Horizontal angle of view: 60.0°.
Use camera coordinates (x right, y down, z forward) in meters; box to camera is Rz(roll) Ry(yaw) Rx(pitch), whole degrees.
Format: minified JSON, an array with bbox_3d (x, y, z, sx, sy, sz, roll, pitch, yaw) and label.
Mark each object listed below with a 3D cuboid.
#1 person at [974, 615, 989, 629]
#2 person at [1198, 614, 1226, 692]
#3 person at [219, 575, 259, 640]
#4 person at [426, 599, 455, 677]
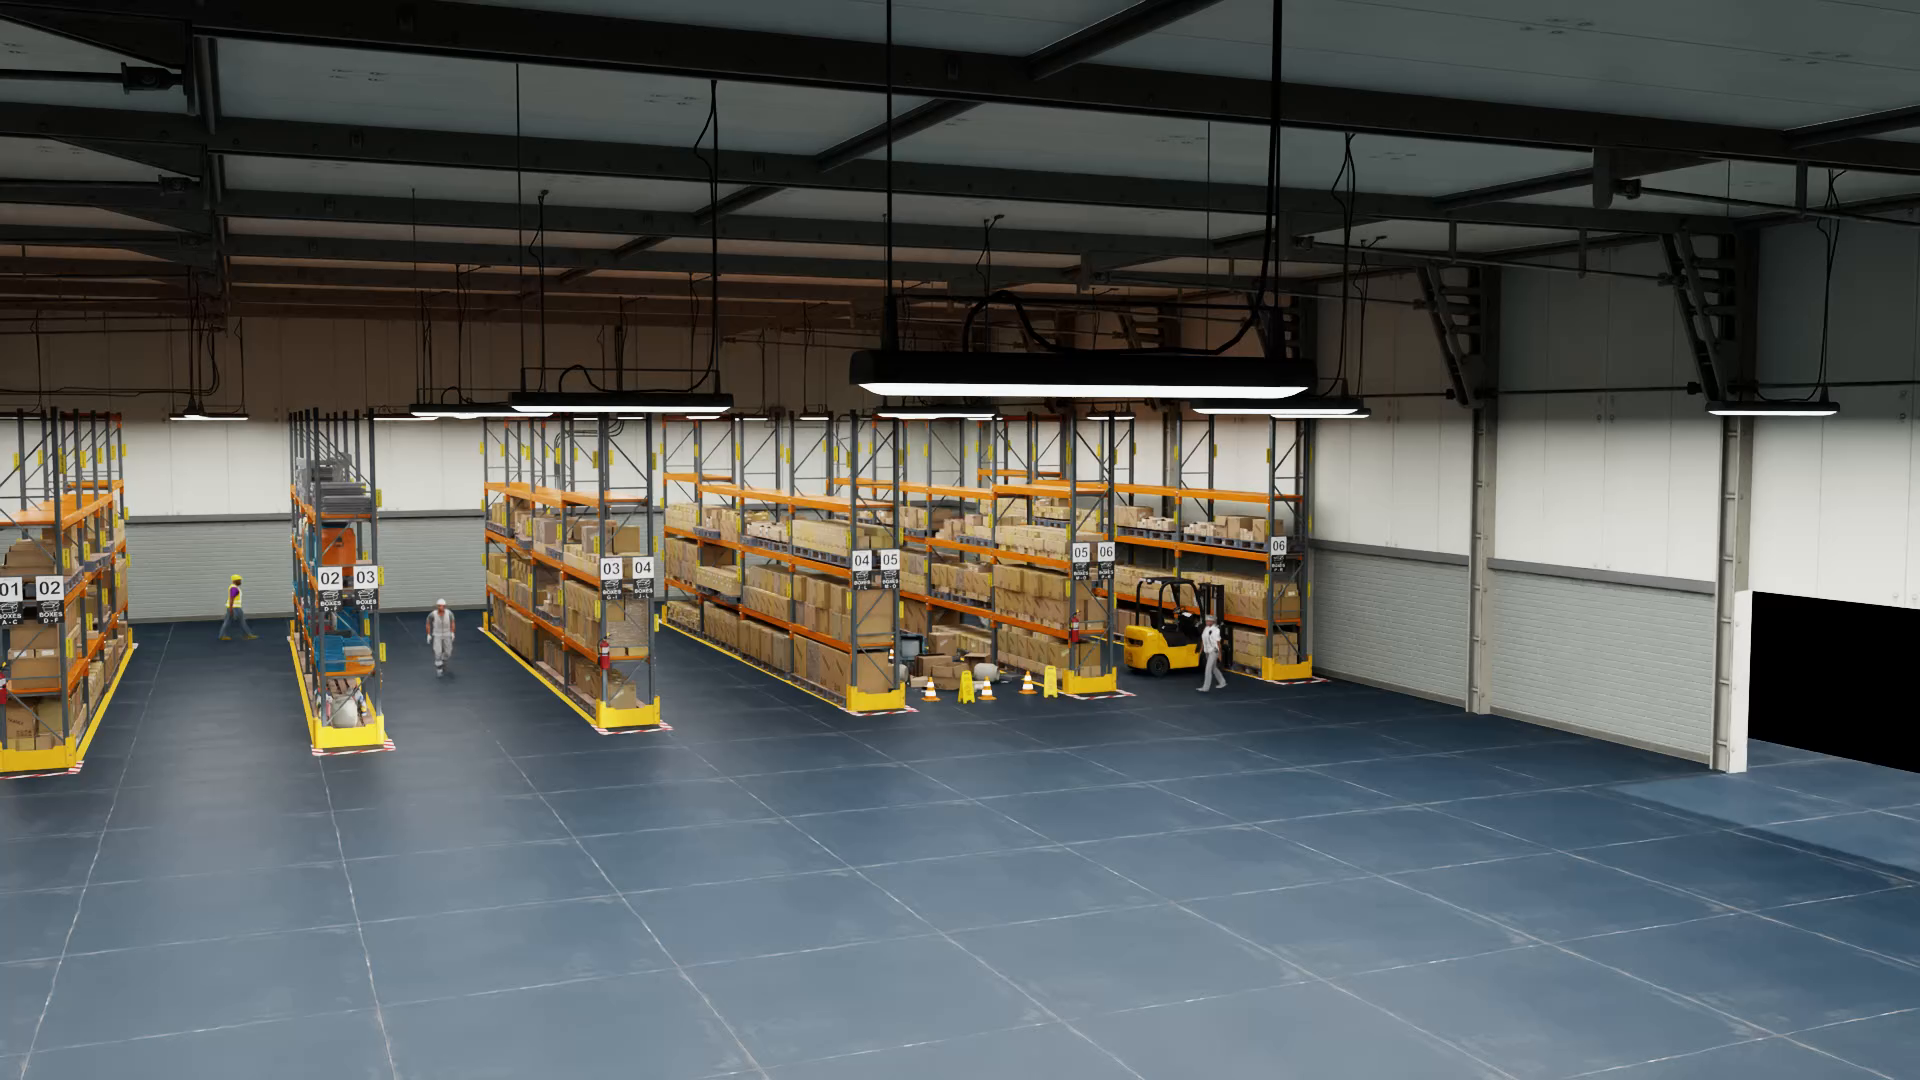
[{"bbox_3d":[0.636,1.612,45.977,0.463,1.786,0.609,3,5,38],"label":"person"},{"bbox_3d":[5.396,2.406,35.615,0.864,1.649,0.454,-2,4,-25],"label":"person"},{"bbox_3d":[-19.122,1.764,43.922,0.540,1.701,0.985,3,5,39],"label":"person"},{"bbox_3d":[-11.833,2.199,37.844,0.620,1.764,0.701,-2,5,-29],"label":"person"}]
